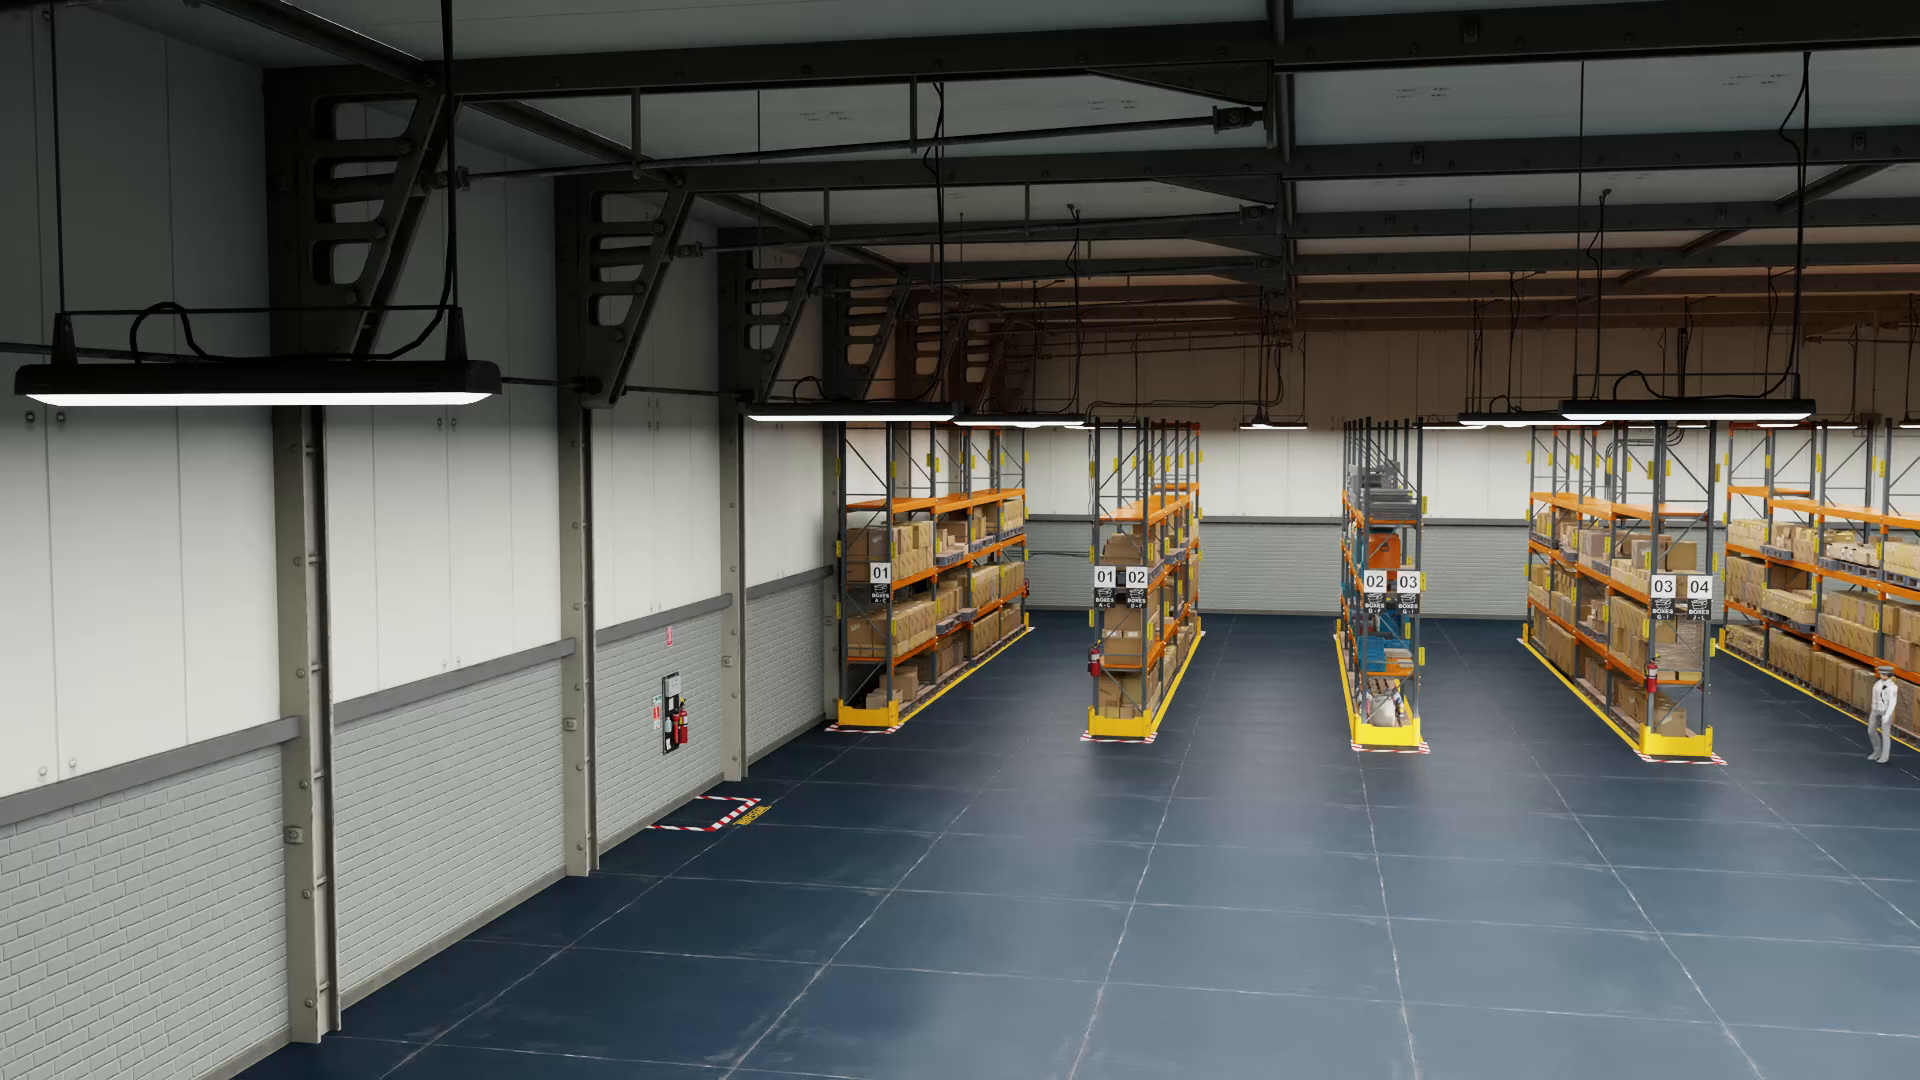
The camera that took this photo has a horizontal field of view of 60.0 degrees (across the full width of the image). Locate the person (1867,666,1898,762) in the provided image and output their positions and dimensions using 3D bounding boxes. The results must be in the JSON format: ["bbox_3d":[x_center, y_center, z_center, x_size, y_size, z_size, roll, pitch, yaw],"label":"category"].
[{"bbox_3d":[16.013,3.034,28.890,0.383,1.717,0.548,-1,4,-18],"label":"person"}]

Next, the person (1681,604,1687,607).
[{"bbox_3d":[17.889,2.149,41.478,0.526,1.773,0.574,2,4,25],"label":"person"}]

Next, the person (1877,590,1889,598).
[{"bbox_3d":[24.802,1.981,44.700,0.745,1.644,0.468,0,4,6],"label":"person"}]
